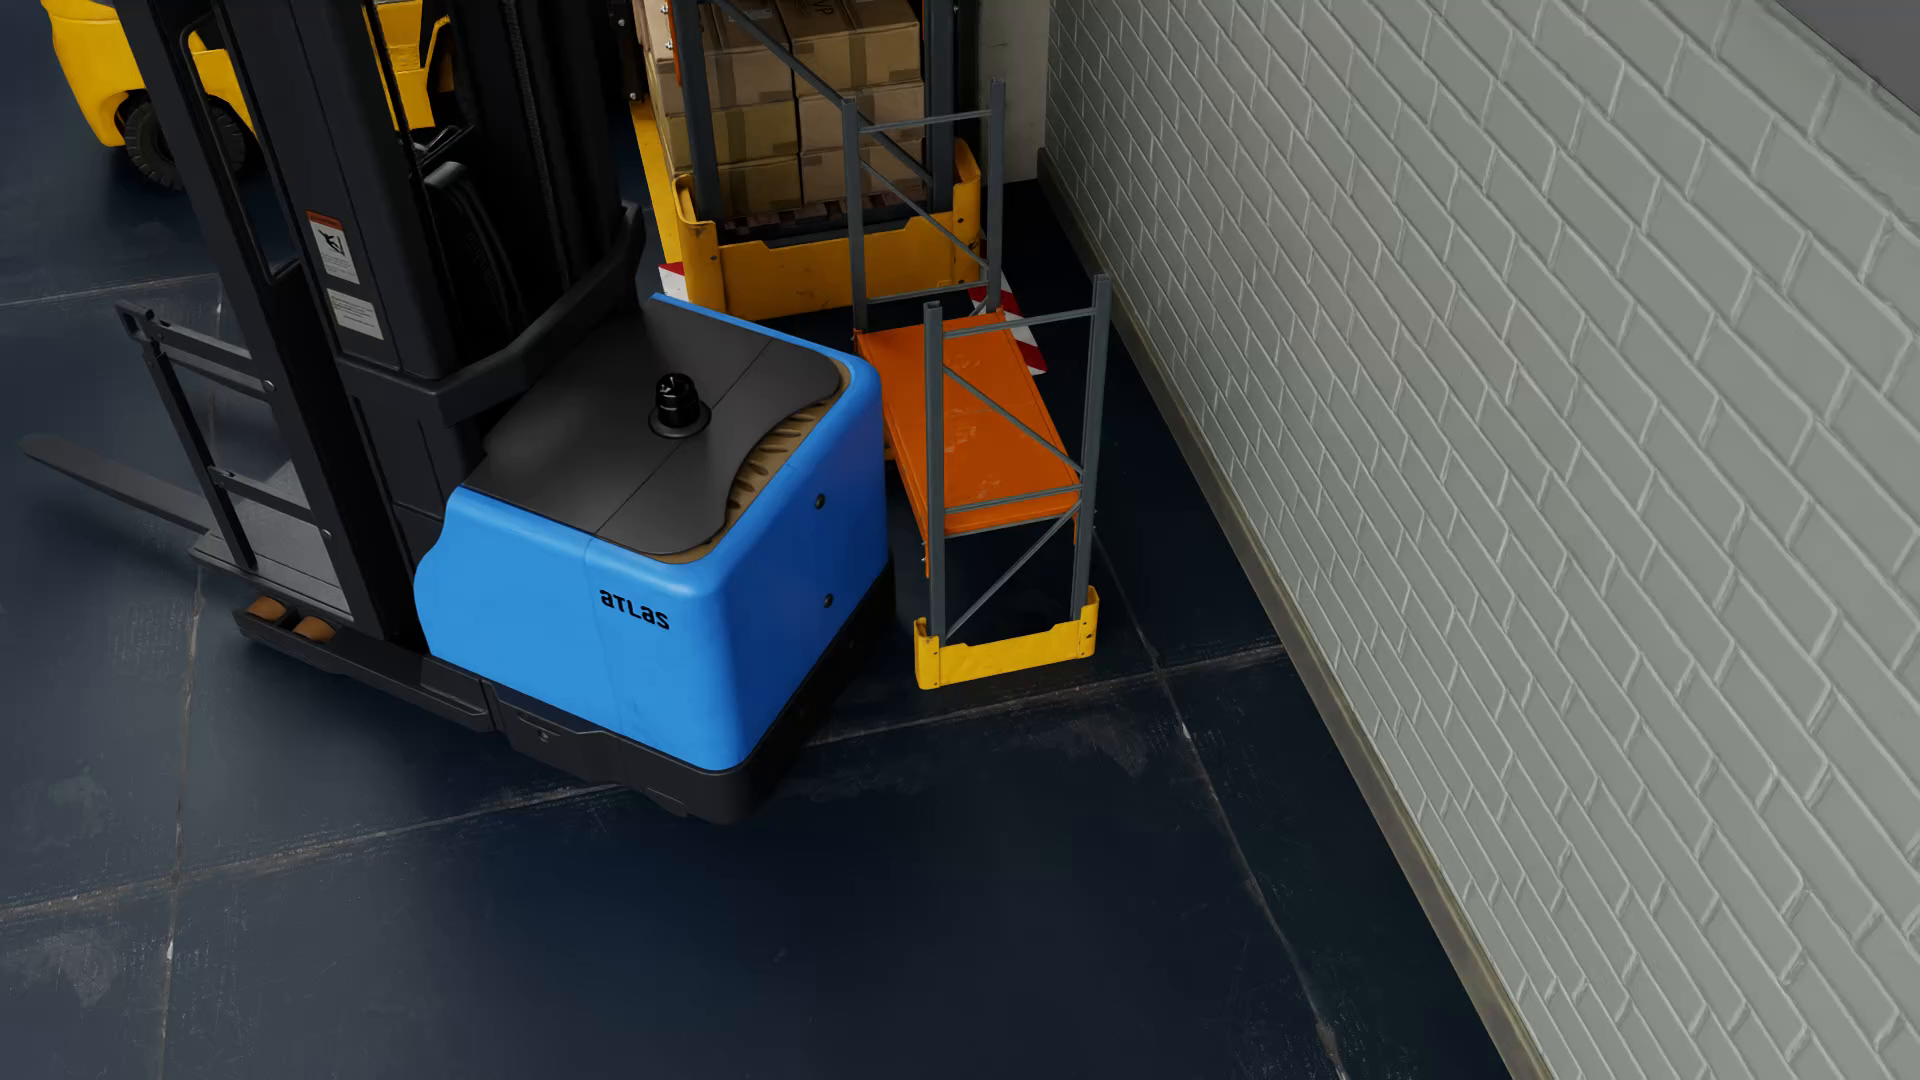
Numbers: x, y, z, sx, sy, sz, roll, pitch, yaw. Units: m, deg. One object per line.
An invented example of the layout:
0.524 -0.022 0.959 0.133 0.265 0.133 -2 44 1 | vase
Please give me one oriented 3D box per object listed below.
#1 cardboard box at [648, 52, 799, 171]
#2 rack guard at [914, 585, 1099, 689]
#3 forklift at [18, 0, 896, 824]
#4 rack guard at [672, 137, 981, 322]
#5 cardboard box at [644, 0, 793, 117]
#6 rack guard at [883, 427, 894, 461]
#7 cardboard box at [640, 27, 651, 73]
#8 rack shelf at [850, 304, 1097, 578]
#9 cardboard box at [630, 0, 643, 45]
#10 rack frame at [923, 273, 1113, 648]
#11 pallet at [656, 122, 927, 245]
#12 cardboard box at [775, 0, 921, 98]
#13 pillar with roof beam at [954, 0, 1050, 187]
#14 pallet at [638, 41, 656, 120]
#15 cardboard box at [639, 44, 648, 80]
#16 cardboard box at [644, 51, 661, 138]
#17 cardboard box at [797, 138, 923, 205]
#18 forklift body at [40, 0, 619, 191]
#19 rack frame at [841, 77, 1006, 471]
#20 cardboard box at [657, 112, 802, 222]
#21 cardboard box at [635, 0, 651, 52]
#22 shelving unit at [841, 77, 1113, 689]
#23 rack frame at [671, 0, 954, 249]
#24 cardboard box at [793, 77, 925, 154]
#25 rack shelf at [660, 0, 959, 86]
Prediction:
-0.947 -1.749 6.645 0.500 0.250 0.500 -11 47 -11 | cardboard box
0.147 0.309 5.272 0.587 0.250 0.087 -11 47 -10 | rack guard
-1.764 -0.936 4.615 3.031 2.935 1.130 19 49 18 | forklift
-0.514 -1.219 6.594 1.175 0.500 0.348 -11 47 -10 | rack guard
-0.939 -1.906 6.449 0.500 0.250 0.500 -9 46 -9 | cardboard box
-0.108 -0.379 5.946 0.587 0.250 0.087 -11 47 -10 | rack guard
-1.065 -2.097 6.986 0.500 0.250 0.500 -11 47 -11 | cardboard box
0.022 -0.340 5.285 0.538 0.185 1.000 -11 47 -10 | rack shelf
-1.217 -2.450 7.332 0.500 0.250 0.500 -12 47 -11 | cardboard box
0.152 -0.115 4.813 0.500 1.500 0.032 -11 47 -10 | rack frame
-0.756 -1.655 7.224 1.003 0.211 1.213 -11 47 -10 | pallet
-0.460 -2.011 6.552 0.500 0.250 0.500 -11 47 -11 | cardboard box
-3.988 -4.069 3.437 9.100 9.000 0.400 -11 47 -10 | pillar with roof beam
-1.065 -2.495 8.048 1.003 0.211 1.213 -11 47 -10 | pallet
-1.183 -2.254 7.490 0.500 0.250 0.500 -10 46 -10 | cardboard box
-1.064 -1.907 7.149 0.500 0.250 0.500 -11 47 -10 | cardboard box
-0.456 -1.670 6.917 0.500 0.250 0.500 -11 47 -10 | cardboard box
-2.769 -2.789 6.977 2.313 2.155 1.214 -11 47 -10 | forklift body
-0.108 -0.817 5.501 0.500 1.500 0.032 -11 47 -10 | rack frame
-0.945 -1.562 6.811 0.500 0.250 0.500 -10 46 -10 | cardboard box
-1.076 -2.257 6.793 0.500 0.250 0.500 -10 46 -10 | cardboard box
0.020 -0.472 5.163 0.587 1.500 1.083 -11 47 -10 | shelving unit
-0.520 -2.110 5.718 1.000 3.000 0.127 -11 47 -10 | rack frame
-0.439 -1.833 6.727 0.500 0.250 0.500 -10 46 -10 | cardboard box
-1.032 -3.239 7.328 1.077 0.370 4.000 -11 47 -10 | rack shelf
